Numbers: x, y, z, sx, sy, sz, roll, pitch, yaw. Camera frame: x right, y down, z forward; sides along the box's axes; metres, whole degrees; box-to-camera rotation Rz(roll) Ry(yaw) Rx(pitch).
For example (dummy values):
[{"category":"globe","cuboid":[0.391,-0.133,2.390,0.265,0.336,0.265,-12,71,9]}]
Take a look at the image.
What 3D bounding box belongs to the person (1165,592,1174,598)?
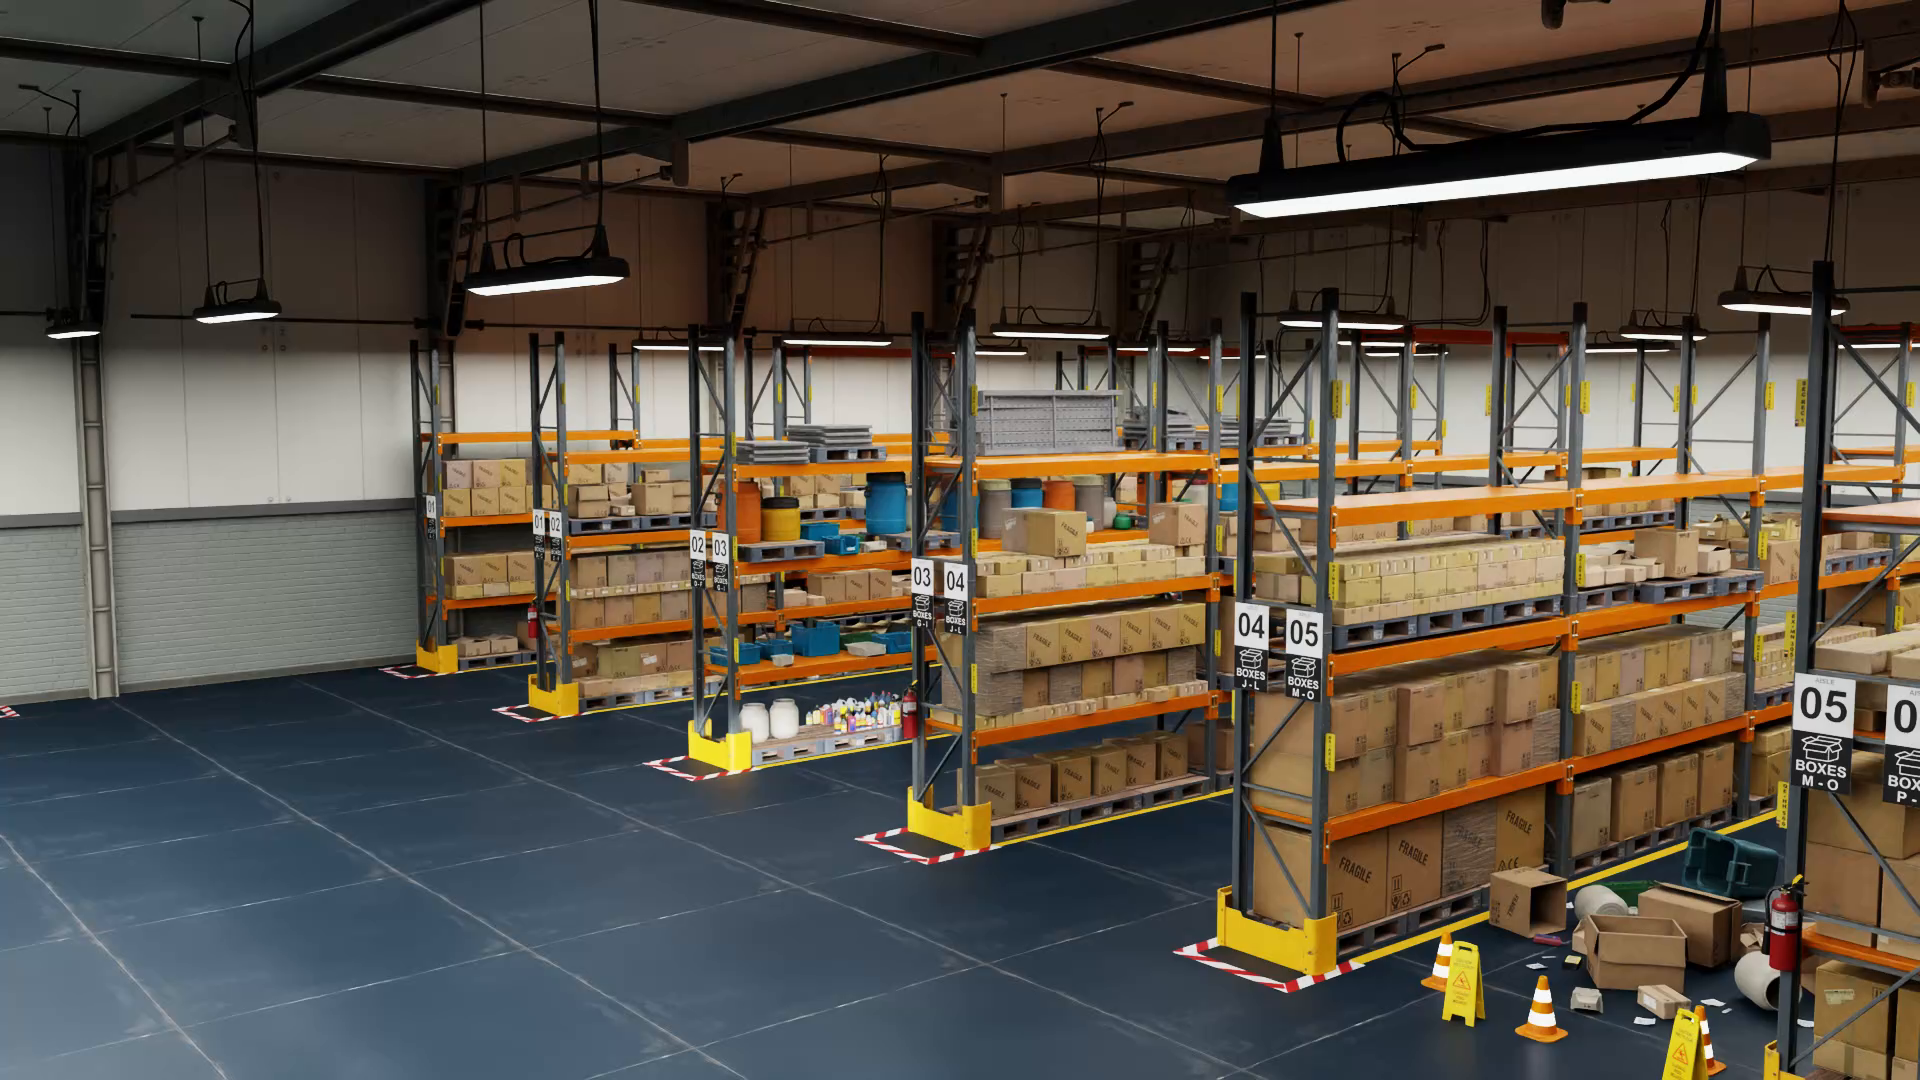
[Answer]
[{"category":"person","cuboid":[3.734,1.552,30.320,0.525,1.754,0.400,1,5,16]}]
